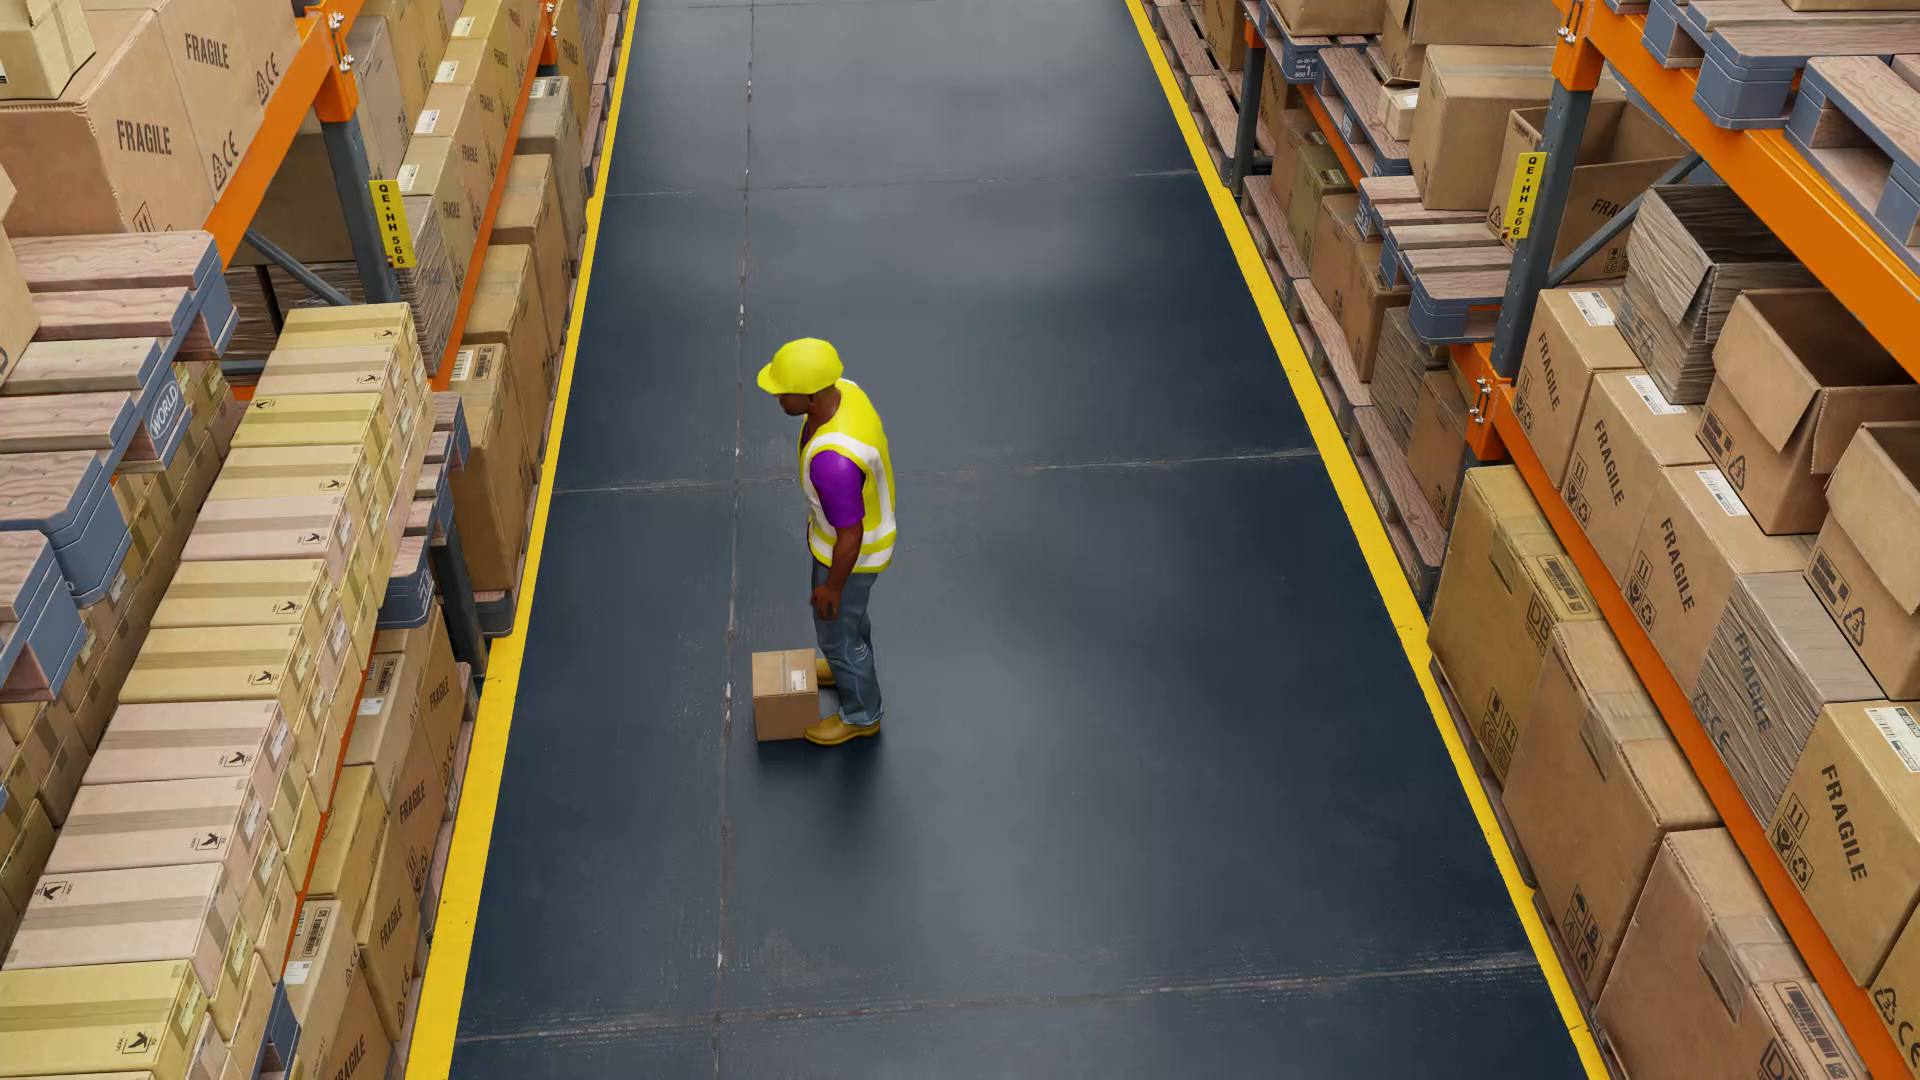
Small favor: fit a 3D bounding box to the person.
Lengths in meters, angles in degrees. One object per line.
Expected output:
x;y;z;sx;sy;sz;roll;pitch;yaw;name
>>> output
-0.461;0.003;6.136;0.456;1.761;0.627;-3;39;-4;person
